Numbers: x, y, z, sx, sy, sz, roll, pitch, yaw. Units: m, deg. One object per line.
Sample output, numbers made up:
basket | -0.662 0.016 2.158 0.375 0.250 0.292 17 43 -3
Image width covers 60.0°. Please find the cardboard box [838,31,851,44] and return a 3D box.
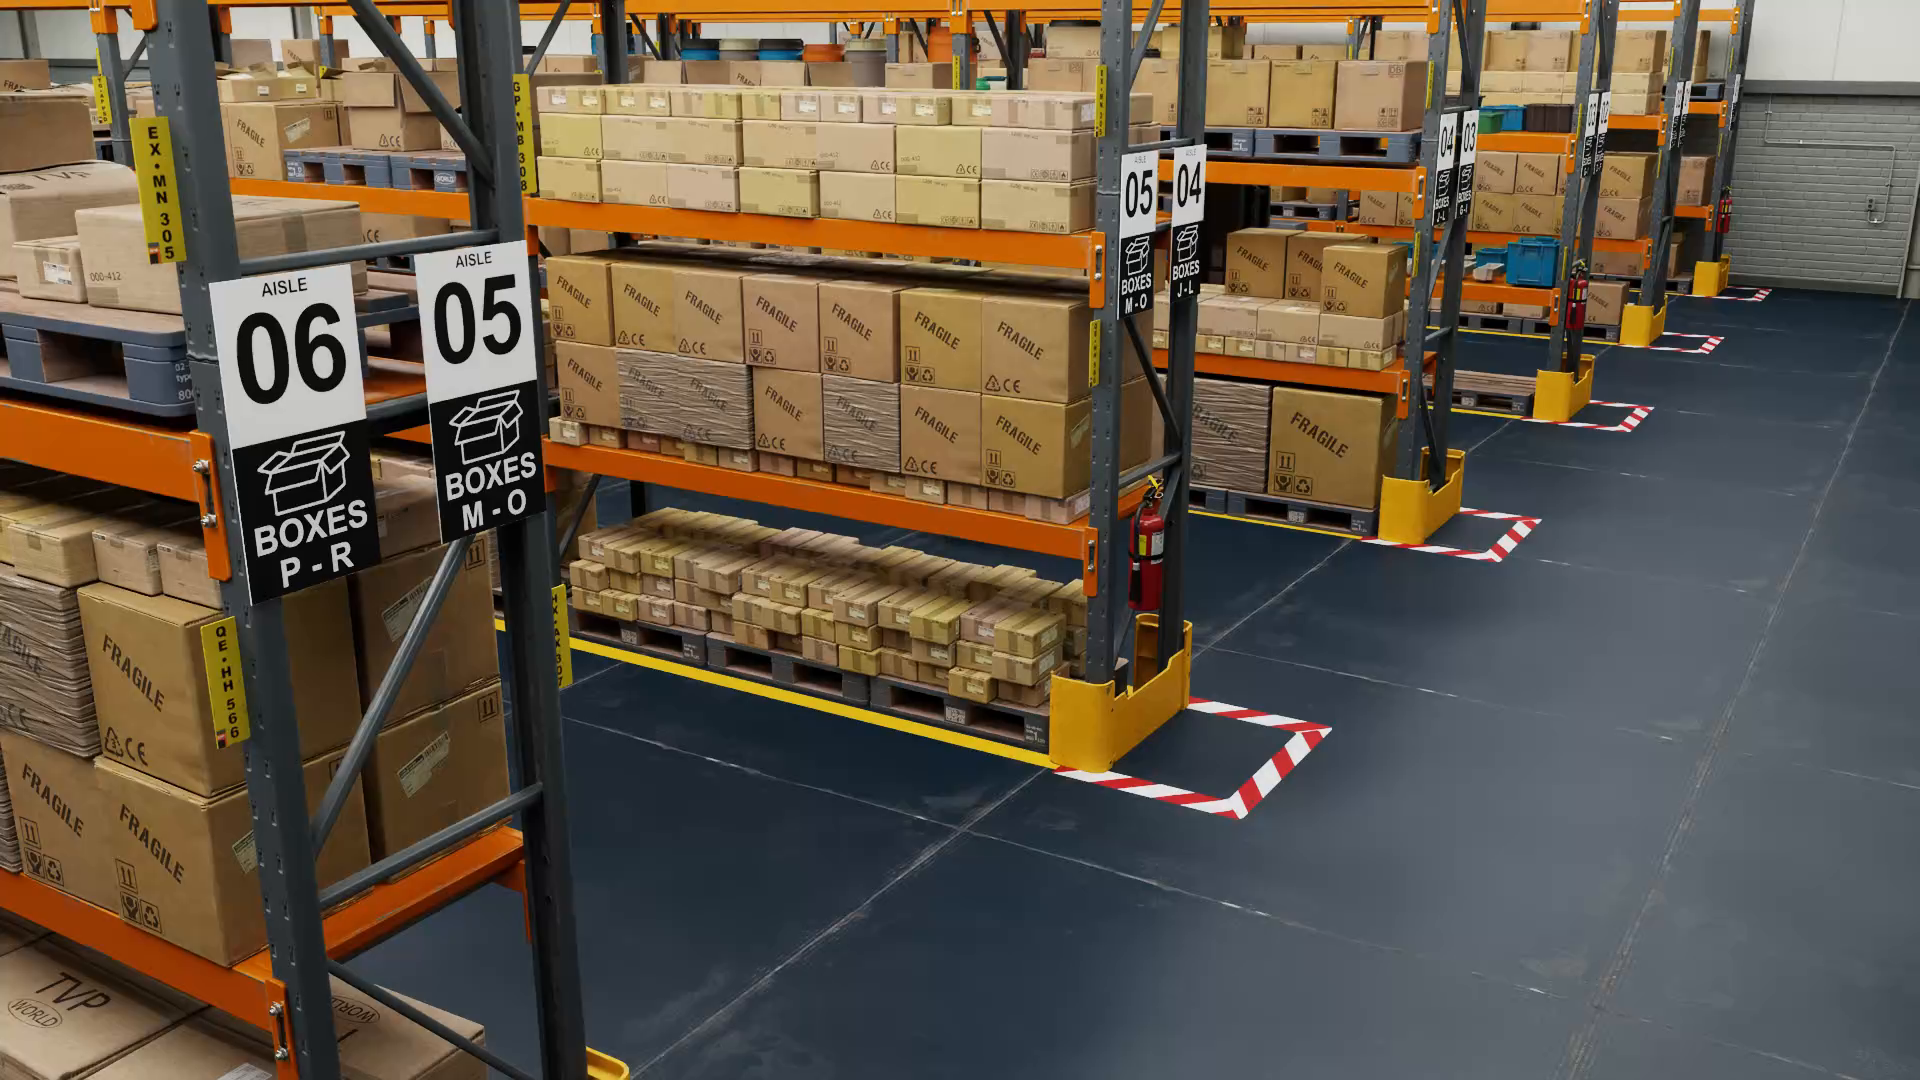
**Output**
cardboard box | -2.001 -9.529 32.004 0.500 0.500 0.500 9 19 26

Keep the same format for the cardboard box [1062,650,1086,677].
cardboard box | 0.694 0.654 9.749 0.250 0.149 0.380 11 20 31

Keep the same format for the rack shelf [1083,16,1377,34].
rack shelf | 3.730 -7.263 23.236 4.000 0.370 1.077 10 20 30

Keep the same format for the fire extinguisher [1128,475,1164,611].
fire extinguisher | 0.946 0.018 8.436 0.183 0.674 0.296 10 20 30

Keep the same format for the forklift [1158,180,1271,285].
forklift | 2.192 -2.574 16.311 3.031 2.935 1.130 9 19 28

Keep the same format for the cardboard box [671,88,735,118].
cardboard box | -1.428 -2.489 9.465 0.250 0.149 0.380 9 19 28

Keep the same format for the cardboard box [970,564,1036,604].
cardboard box | 0.259 0.282 9.949 0.250 0.149 0.380 10 20 30

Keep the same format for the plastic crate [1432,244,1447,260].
plastic crate | 5.087 -3.058 17.971 0.300 0.233 0.416 10 20 30

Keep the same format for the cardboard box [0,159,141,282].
cardboard box | -2.781 -0.990 5.078 0.500 0.311 0.500 11 20 31

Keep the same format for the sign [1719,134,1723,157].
sign | 11.136 -5.778 24.344 0.005 0.325 0.100 10 20 30

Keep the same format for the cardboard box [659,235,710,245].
cardboard box | -2.548 -3.192 16.332 0.637 0.503 0.797 11 20 32

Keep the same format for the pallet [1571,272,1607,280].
pallet | 9.674 -4.197 26.335 1.213 0.211 1.003 10 20 30

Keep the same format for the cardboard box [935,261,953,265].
cardboard box | -0.295 -2.223 14.866 0.500 0.500 0.500 10 20 30

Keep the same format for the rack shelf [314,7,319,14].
rack shelf | -8.275 -6.217 19.110 4.000 0.370 1.077 10 20 30

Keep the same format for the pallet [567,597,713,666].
pallet | -1.845 0.469 10.973 1.213 0.211 1.003 10 20 30

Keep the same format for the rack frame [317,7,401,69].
rack frame | -6.571 -6.259 18.003 0.127 3.000 1.000 10 20 30

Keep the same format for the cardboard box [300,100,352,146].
cardboard box | -4.368 -2.876 11.856 0.500 0.500 0.500 10 20 30

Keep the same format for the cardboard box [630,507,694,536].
cardboard box | -1.996 -0.090 11.176 0.250 0.149 0.380 11 20 32

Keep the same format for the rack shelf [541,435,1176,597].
rack shelf | -0.731 -0.310 9.979 4.000 0.370 1.077 10 20 30

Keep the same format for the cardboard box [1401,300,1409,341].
cardboard box | 3.387 -1.773 13.305 0.500 0.250 0.500 10 19 29

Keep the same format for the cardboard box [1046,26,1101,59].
cardboard box | 1.044 -4.117 13.758 0.500 0.250 0.500 9 19 27

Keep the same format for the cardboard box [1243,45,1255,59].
cardboard box | 3.905 -6.653 23.396 0.600 0.600 0.600 9 19 28

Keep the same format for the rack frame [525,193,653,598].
rack frame | -2.435 -0.958 10.876 0.127 3.000 1.000 10 20 30

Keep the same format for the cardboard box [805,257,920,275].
cardboard box | -0.572 -1.389 9.889 0.500 0.500 0.500 9 19 28

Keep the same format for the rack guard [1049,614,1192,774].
rack guard | 0.908 0.834 9.274 0.348 0.500 1.175 10 20 30

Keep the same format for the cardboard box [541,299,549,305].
cardboard box | -2.988 -1.578 11.602 0.250 0.149 0.380 10 20 31

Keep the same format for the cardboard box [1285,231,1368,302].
cardboard box | 2.961 -2.208 13.446 0.500 0.500 0.500 10 19 29

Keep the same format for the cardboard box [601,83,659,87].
cardboard box | -2.026 -2.772 10.397 0.250 0.149 0.380 9 19 28

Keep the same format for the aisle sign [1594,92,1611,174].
aisle sign | 6.464 -4.096 16.733 0.004 0.787 0.394 10 20 30

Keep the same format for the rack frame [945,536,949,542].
rack frame | -0.058 -0.513 12.763 0.008 1.050 0.200 10 20 30

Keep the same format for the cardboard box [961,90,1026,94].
cardboard box | 0.209 -2.389 9.136 0.250 0.149 0.380 10 20 31

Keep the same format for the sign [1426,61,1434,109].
sign | 3.359 -3.252 11.877 0.005 0.325 0.100 10 20 30

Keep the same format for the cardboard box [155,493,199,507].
cardboard box | -2.345 -0.194 5.349 0.250 0.149 0.380 9 19 28

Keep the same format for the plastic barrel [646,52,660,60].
plastic barrel | -4.243 -6.419 22.776 0.421 0.512 0.421 0 17 0

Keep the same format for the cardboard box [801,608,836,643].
cardboard box | -0.727 0.463 9.865 0.250 0.149 0.380 11 20 33

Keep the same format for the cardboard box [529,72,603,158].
cardboard box | -2.701 -2.727 10.643 0.500 0.500 0.700 10 20 30

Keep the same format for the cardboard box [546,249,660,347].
cardboard box | -2.179 -1.498 10.248 0.500 0.500 0.500 11 20 31

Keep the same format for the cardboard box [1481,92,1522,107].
cardboard box | 6.996 -5.624 21.332 0.500 0.250 0.500 10 20 30

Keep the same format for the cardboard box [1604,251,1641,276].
cardboard box | 10.356 -4.406 25.804 0.500 0.500 0.700 10 20 30

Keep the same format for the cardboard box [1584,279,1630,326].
cardboard box | 8.250 -3.052 21.312 0.500 0.500 0.500 10 20 30

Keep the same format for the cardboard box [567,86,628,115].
cardboard box | -2.100 -2.598 9.824 0.250 0.149 0.380 9 19 28

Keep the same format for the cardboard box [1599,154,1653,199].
cardboard box | 8.319 -4.542 20.780 0.500 0.500 0.500 10 20 30

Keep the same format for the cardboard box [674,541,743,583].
cardboard box | -1.571 0.141 10.416 0.250 0.149 0.380 10 19 29

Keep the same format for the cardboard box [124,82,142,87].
cardboard box | -9.865 -5.452 20.079 0.250 0.149 0.380 10 20 30

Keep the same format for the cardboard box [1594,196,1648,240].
cardboard box | 8.318 -4.064 20.929 0.500 0.500 0.500 11 20 32

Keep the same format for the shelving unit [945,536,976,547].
shelving unit | 0.046 -0.494 12.702 0.252 1.050 0.215 10 20 30

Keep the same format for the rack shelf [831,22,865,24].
rack shelf | -0.498 -9.898 31.225 4.000 0.370 1.077 10 20 30

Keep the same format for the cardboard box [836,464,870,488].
cardboard box | -0.504 -0.427 9.559 0.250 0.149 0.380 9 19 28

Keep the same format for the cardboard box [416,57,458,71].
cardboard box | -5.419 -4.835 17.576 0.637 0.503 0.797 11 20 32

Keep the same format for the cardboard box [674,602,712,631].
cardboard box | -1.585 0.431 10.483 0.250 0.149 0.380 10 19 29

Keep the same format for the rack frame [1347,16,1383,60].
rack frame | 5.434 -7.495 22.072 0.127 3.000 1.000 10 20 30

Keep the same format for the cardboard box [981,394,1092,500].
cardboard box | 0.455 -0.545 8.830 0.500 0.500 0.500 11 20 31

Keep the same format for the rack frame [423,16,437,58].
rack frame | -7.387 -8.094 24.044 0.127 3.000 1.000 10 20 30

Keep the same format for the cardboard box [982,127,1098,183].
cardboard box | 0.447 -1.960 8.409 0.500 0.250 0.500 9 19 28

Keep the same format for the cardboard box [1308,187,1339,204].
cardboard box | 5.147 -5.001 23.288 0.500 0.500 0.700 4 17 12

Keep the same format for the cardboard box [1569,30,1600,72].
cardboard box | 8.014 -6.149 20.909 0.500 0.500 0.700 10 20 30
